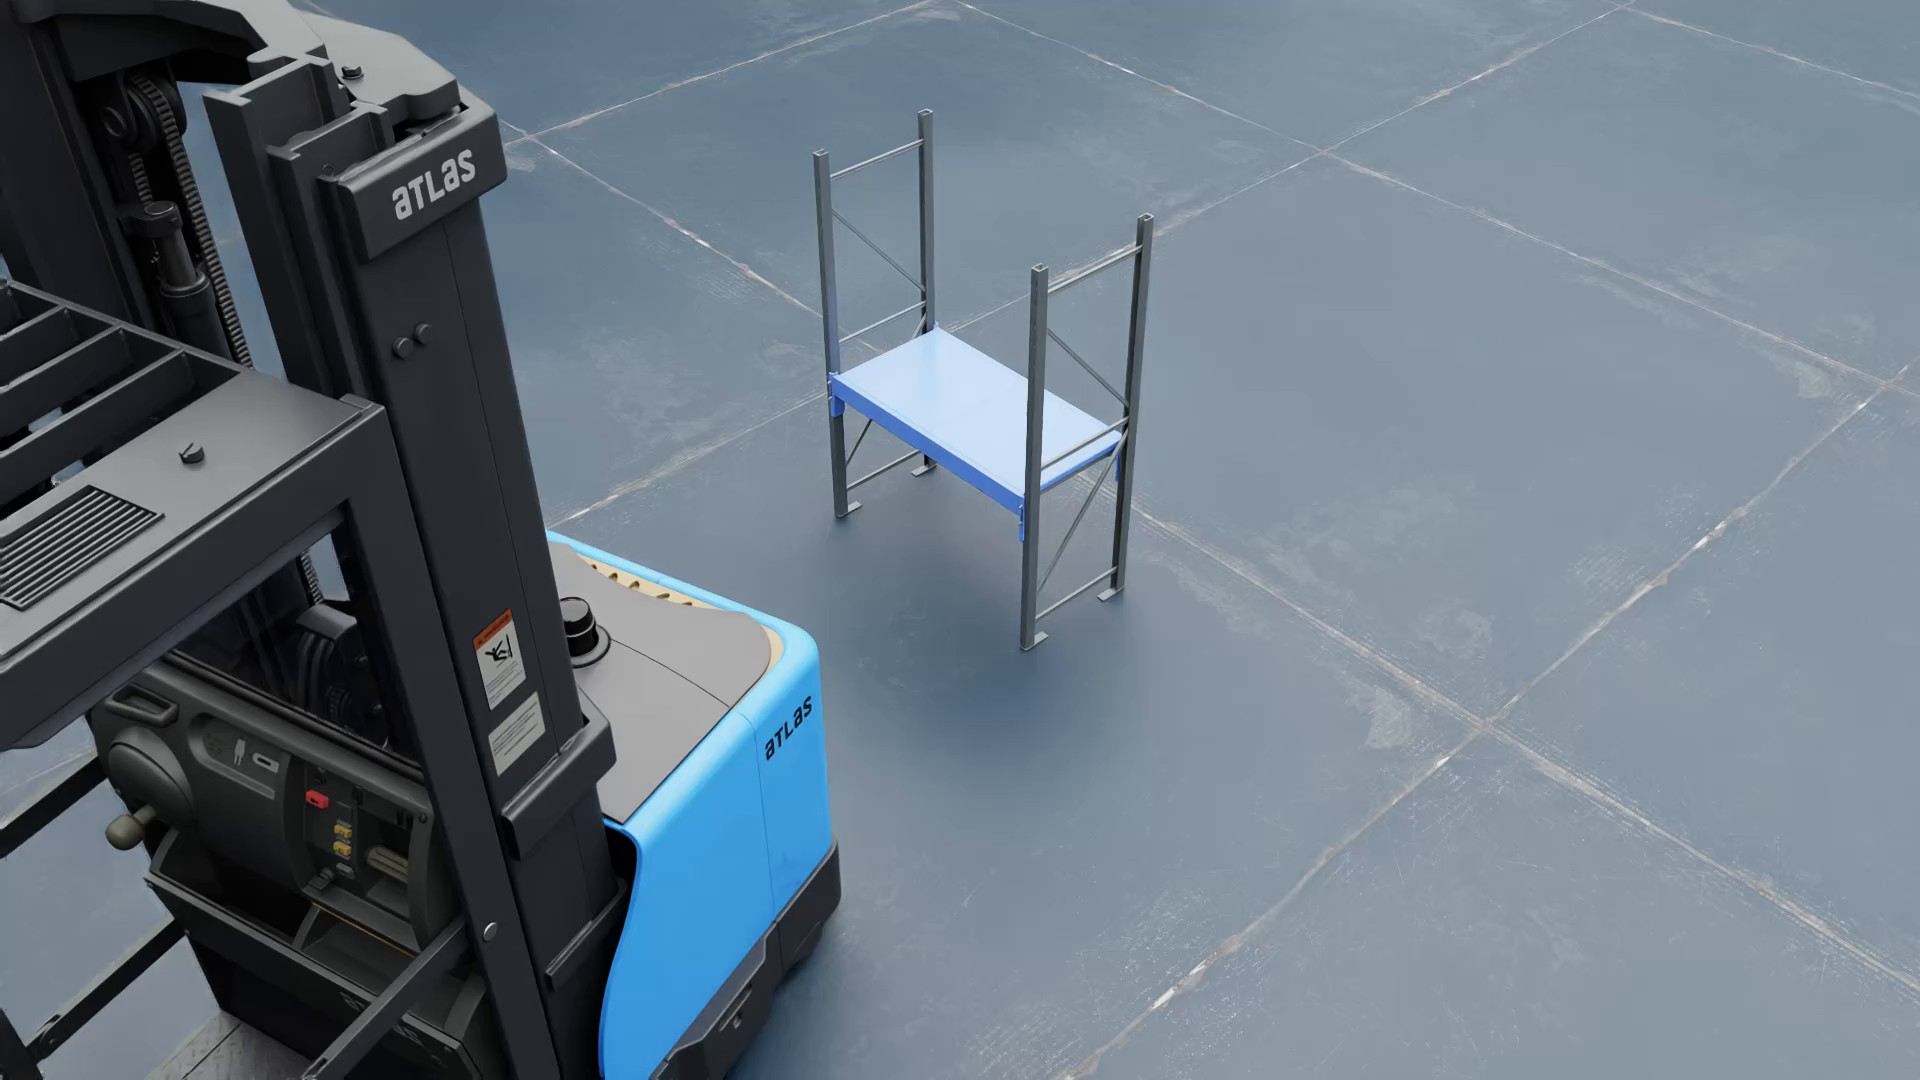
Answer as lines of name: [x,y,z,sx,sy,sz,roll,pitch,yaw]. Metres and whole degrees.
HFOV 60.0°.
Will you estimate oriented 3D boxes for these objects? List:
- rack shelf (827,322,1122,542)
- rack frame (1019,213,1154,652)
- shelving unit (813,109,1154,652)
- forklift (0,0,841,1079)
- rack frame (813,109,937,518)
rack shelf: [0.058,-0.404,5.843,0.538,0.185,1.000,-30,48,-32]
rack frame: [0.402,-0.309,5.439,0.500,1.500,0.032,-30,48,-32]
shelving unit: [0.058,-0.544,5.730,0.538,1.500,1.048,-30,48,-32]
forklift: [-1.501,0.598,3.177,1.130,2.935,3.031,19,43,22]
rack frame: [-0.286,-0.779,6.021,0.500,1.500,0.032,-30,48,-32]
